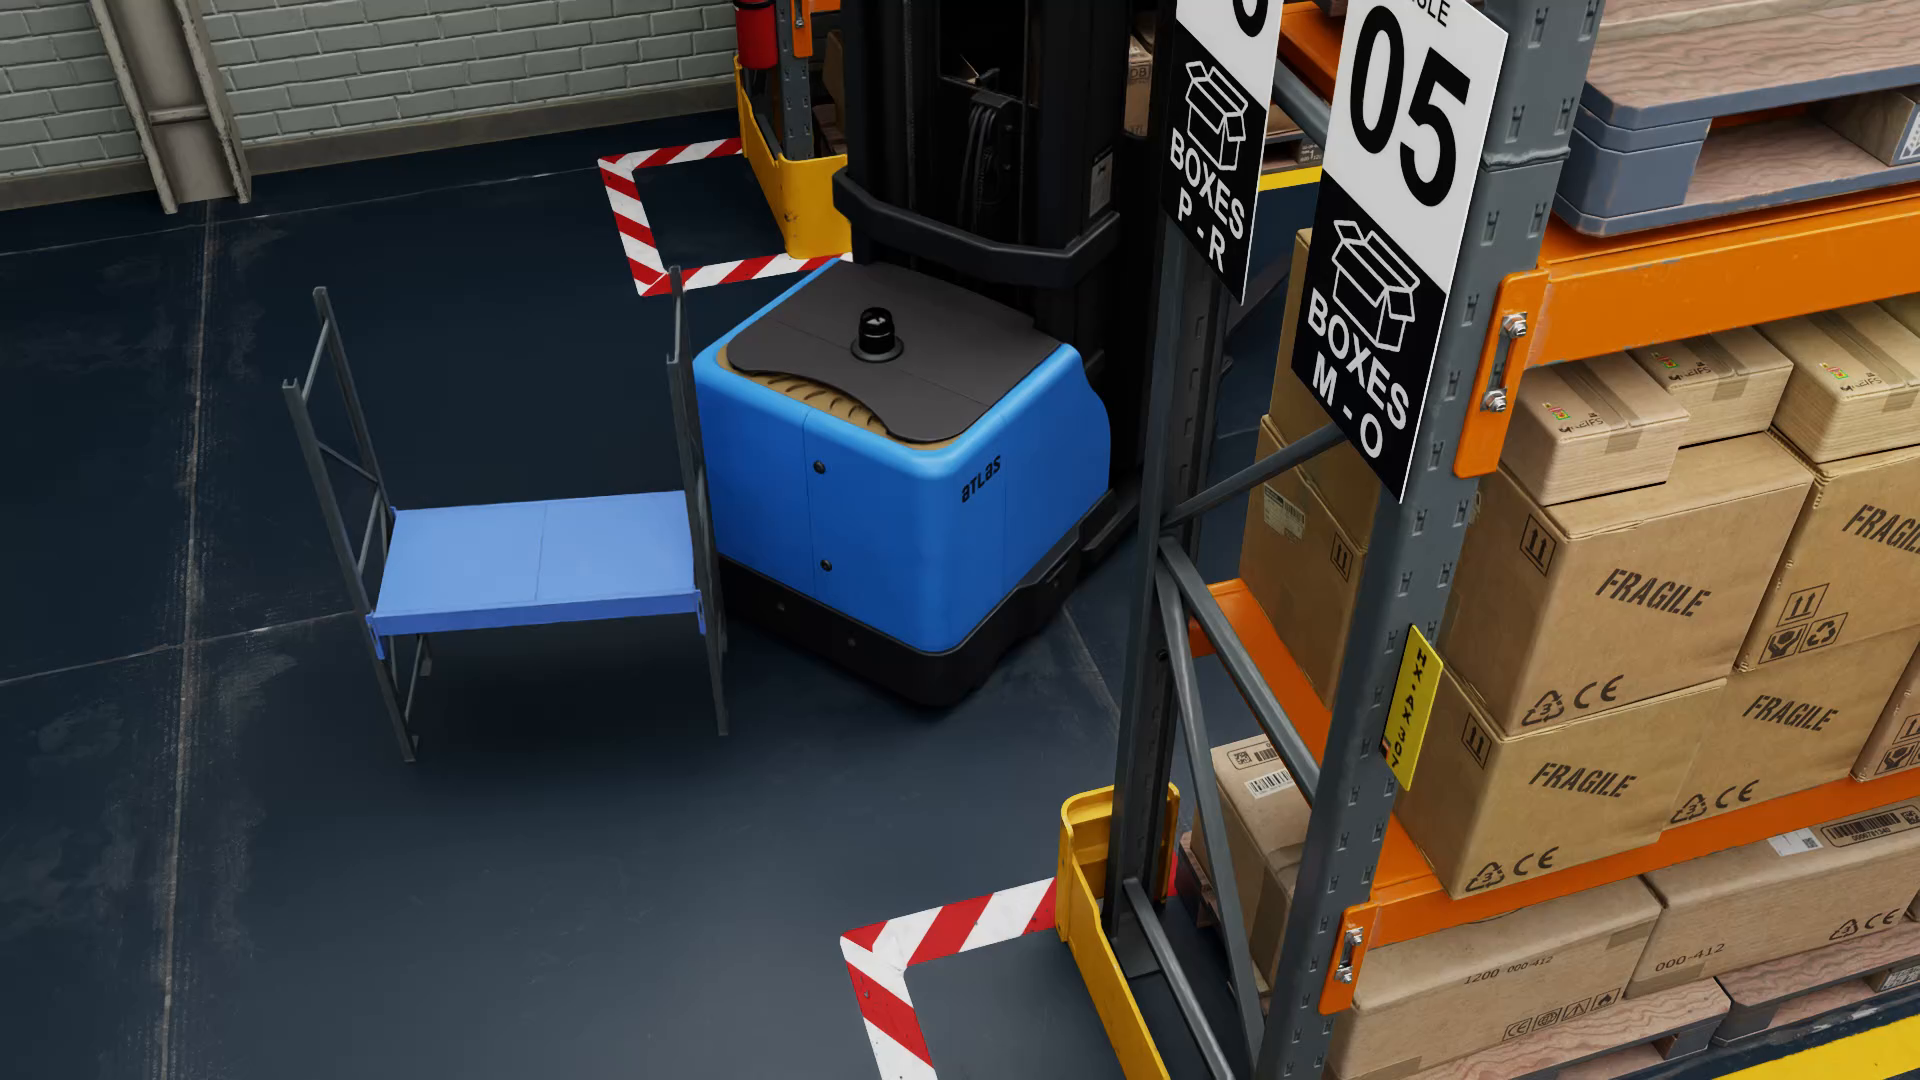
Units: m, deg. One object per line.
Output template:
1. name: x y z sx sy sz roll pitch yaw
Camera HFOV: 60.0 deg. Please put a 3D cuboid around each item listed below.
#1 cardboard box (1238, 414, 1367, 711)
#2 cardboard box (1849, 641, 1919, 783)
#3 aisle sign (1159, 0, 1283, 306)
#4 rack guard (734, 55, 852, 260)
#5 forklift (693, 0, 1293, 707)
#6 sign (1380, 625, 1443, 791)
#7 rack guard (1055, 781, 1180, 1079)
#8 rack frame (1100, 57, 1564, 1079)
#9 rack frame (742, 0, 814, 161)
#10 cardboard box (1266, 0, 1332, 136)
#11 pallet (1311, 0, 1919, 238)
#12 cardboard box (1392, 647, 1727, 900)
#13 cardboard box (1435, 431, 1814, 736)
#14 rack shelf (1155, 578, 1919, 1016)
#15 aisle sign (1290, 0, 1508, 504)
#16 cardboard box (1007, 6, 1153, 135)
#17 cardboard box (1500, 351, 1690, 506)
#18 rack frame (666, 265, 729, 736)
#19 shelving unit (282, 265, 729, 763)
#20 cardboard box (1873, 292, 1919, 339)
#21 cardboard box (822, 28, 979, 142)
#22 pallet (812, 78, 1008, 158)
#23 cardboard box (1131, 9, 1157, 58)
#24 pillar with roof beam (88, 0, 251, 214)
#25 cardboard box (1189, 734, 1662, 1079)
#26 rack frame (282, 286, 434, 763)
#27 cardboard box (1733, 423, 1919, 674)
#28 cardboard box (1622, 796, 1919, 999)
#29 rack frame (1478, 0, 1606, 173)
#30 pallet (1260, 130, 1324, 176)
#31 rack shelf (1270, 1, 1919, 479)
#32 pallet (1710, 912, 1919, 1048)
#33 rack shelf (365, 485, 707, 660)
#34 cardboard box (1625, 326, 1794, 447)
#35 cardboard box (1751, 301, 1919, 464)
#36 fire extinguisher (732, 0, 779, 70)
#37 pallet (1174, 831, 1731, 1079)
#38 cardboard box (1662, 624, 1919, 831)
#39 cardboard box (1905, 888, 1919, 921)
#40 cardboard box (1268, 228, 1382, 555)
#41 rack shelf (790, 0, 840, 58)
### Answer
1. cardboard box: 1.008 0.005 3.888 0.500 0.500 0.500 -11 42 -13
2. cardboard box: 2.136 0.145 3.728 0.500 0.500 0.500 -12 43 -13
3. aisle sign: 0.465 -0.855 2.973 0.004 0.787 0.394 -12 42 -13
4. rack guard: -0.795 -1.884 8.026 0.348 0.500 1.175 -12 42 -13
5. forklift: 0.365 -1.487 5.724 1.130 2.935 3.031 24 47 25
6. sign: 0.788 0.298 2.911 0.005 0.325 0.100 -12 42 -13
7. rack guard: 0.604 1.250 4.439 0.348 0.500 1.175 -12 42 -13
8. rack frame: 0.627 0.304 3.622 0.127 3.000 1.000 -12 42 -13
9. rack frame: -0.868 -2.810 7.186 0.127 3.000 1.000 -12 42 -13
10. cardboard box: 1.561 -2.438 8.341 0.500 0.500 0.700 -13 43 -15
11. pallet: 1.331 -0.945 2.839 1.213 0.211 1.003 -12 42 -13
12. cardboard box: 1.171 0.352 3.491 0.500 0.500 0.500 -12 43 -13
13. cardboard box: 1.170 -0.026 3.164 0.500 0.500 0.500 -13 43 -14
14. rack shelf: 2.535 0.180 4.311 4.000 0.370 1.077 -12 42 -13
15. aisle sign: 0.645 -0.479 2.542 0.004 0.787 0.394 -12 42 -13
16. cardboard box: 0.571 -2.233 8.106 0.500 0.500 0.700 -10 42 -11
17. cardboard box: 1.049 -0.251 2.928 0.250 0.149 0.380 -11 42 -12
18. rack frame: -0.811 -0.079 5.201 0.032 1.500 0.500 -4 41 -5
19. shelving unit: -1.316 -0.042 5.158 1.048 1.500 0.538 -4 41 -5
20. cardboard box: 1.805 -0.390 3.087 0.250 0.149 0.380 -13 43 -14
21. cardboard box: -0.256 -2.089 7.940 0.637 0.503 0.797 -13 43 -15
22. pallet: -0.035 -1.933 8.302 1.213 0.211 1.003 -12 42 -13
23. cardboard box: 1.106 -2.274 8.154 0.500 0.500 0.500 -11 42 -12
24. pillar with roof beam: -2.417 -2.400 2.158 0.400 9.000 9.100 -12 42 -13
25. cardboard box: 1.226 0.918 4.548 0.875 0.438 0.875 -13 43 -15
26. rack frame: -1.821 -0.004 5.115 0.032 1.500 0.500 -4 41 -5
27. cardboard box: 1.661 -0.133 3.286 0.500 0.500 0.500 -13 43 -14
28. cardboard box: 2.097 0.732 4.761 0.875 0.438 0.875 -11 42 -12
29. rack frame: 0.627 -1.955 1.648 0.127 3.000 1.000 -12 42 -13
30. pallet: 1.127 -2.172 8.575 1.213 0.211 1.003 -12 42 -13
31. rack shelf: 2.535 -0.950 3.324 4.000 0.370 1.077 -12 42 -13
32. pallet: 2.528 0.909 5.050 1.213 0.211 1.003 -12 42 -13
33. rack shelf: -1.316 0.094 5.276 1.000 0.185 0.538 -4 41 -5
34. cardboard box: 1.277 -0.347 3.038 0.250 0.149 0.380 -11 42 -12
35. cardboard box: 1.560 -0.327 3.015 0.250 0.149 0.380 -10 42 -12
36. fire extinguisher: -0.869 -2.321 6.969 0.183 0.674 0.296 -12 42 -13
37. pallet: 1.366 1.147 4.776 1.213 0.211 1.003 -12 42 -13
38. cardboard box: 1.645 0.234 3.626 0.500 0.500 0.500 -12 43 -14
39. cardboard box: 2.957 0.554 4.964 0.875 0.438 0.875 -13 43 -14
40. cardboard box: 1.015 -0.355 3.540 0.500 0.500 0.500 -10 42 -12
41. rack shelf: 1.040 -2.934 7.876 4.000 0.370 1.077 -12 42 -13
